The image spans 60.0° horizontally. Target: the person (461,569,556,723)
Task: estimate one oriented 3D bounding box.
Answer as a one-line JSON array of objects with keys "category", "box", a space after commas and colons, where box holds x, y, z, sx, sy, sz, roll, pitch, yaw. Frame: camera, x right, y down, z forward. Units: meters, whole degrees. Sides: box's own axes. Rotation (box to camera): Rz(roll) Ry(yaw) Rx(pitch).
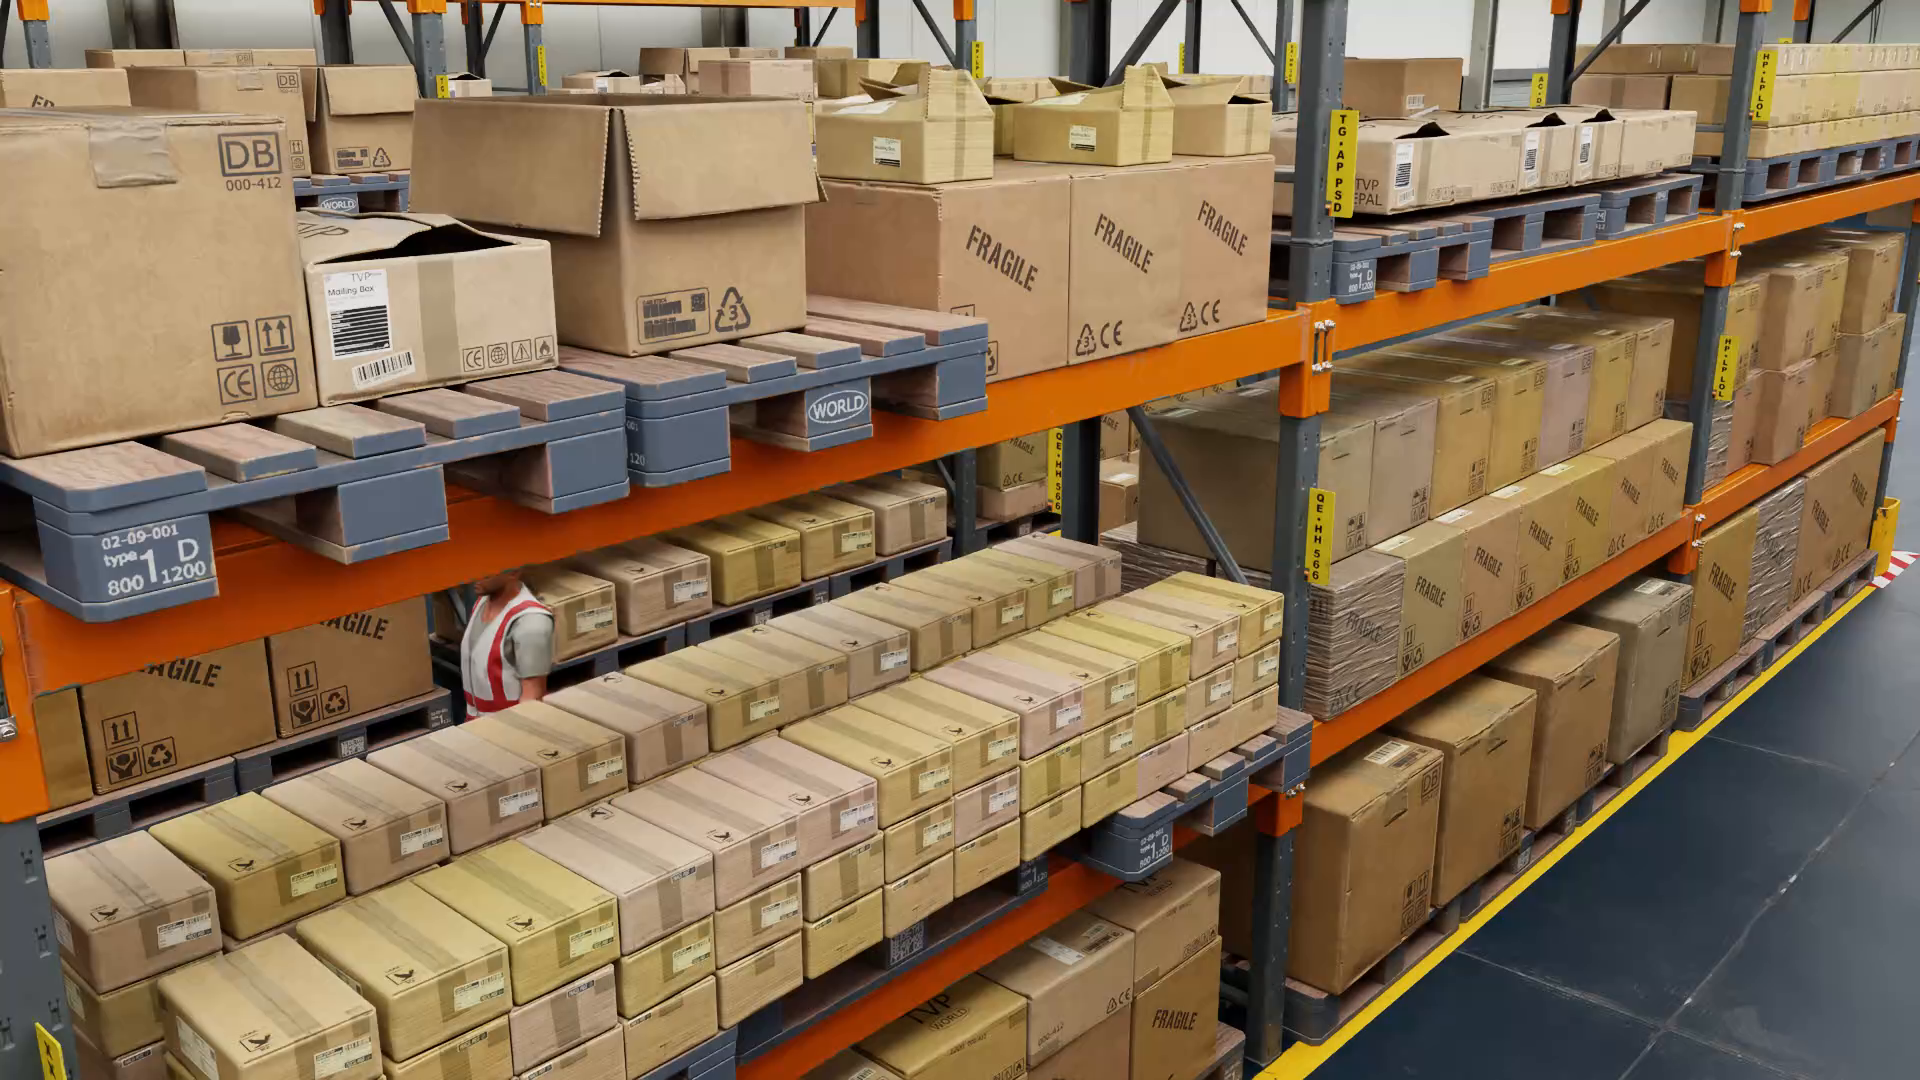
[{"category": "person", "box": [-1.917, 0.817, 6.733, 0.894, 1.760, 0.570, -16, 23, -43]}]
